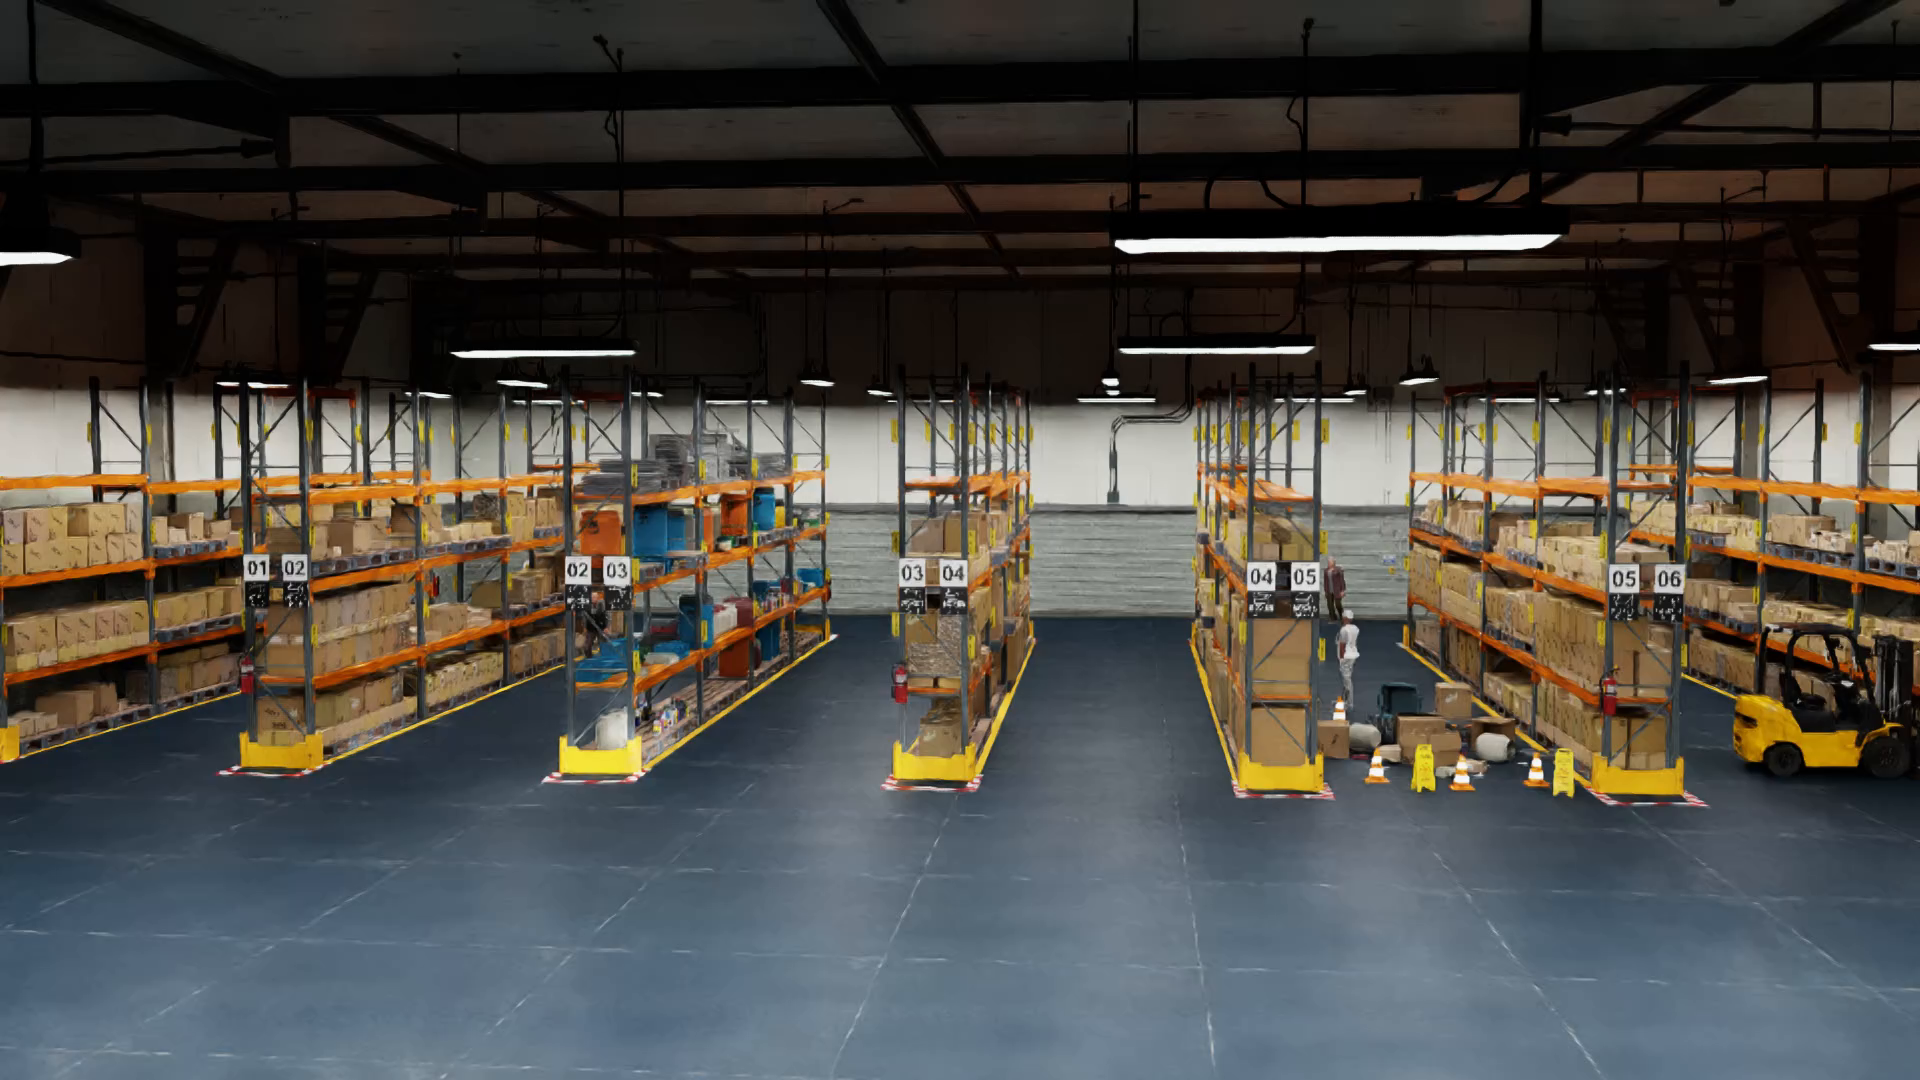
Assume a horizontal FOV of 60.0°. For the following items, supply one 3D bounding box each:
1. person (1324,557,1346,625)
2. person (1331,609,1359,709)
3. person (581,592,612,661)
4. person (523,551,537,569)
[{"bbox_3d":[9.846,1.325,43.583,0.626,1.773,0.582,3,5,42],"label":"person"},{"bbox_3d":[6.985,2.151,30.273,0.498,1.784,0.614,3,5,36],"label":"person"},{"bbox_3d":[-7.697,1.916,35.193,0.677,1.674,0.534,0,4,4],"label":"person"},{"bbox_3d":[-11.825,1.174,45.755,0.494,1.761,0.743,3,5,43],"label":"person"}]
